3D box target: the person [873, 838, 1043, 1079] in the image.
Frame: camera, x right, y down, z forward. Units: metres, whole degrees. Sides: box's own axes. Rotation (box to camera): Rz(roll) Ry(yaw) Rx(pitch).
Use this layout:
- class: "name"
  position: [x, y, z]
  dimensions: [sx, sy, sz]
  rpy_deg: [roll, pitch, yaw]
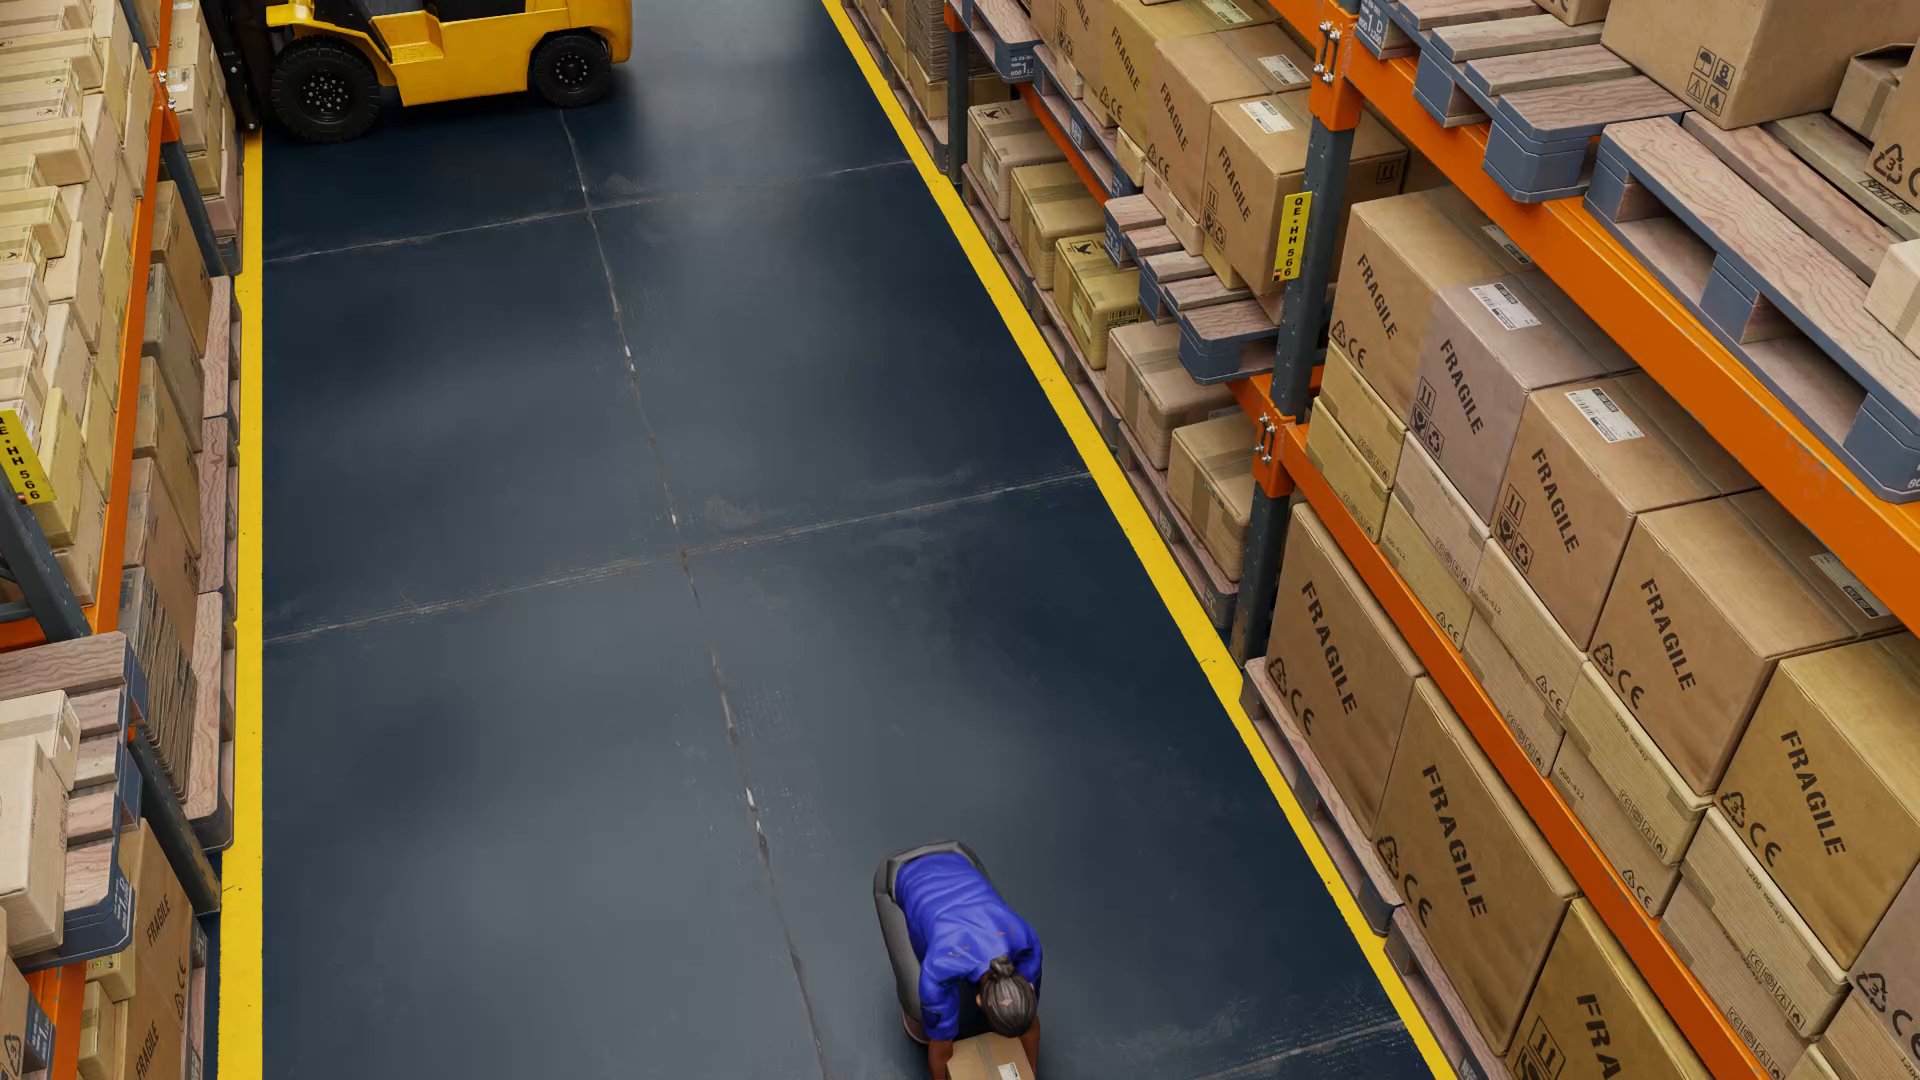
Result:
- class: "person"
  position: [0.009, 1.374, 5.359]
  dimensions: [0.449, 0.751, 0.851]
  rpy_deg: [-13, 44, -14]
